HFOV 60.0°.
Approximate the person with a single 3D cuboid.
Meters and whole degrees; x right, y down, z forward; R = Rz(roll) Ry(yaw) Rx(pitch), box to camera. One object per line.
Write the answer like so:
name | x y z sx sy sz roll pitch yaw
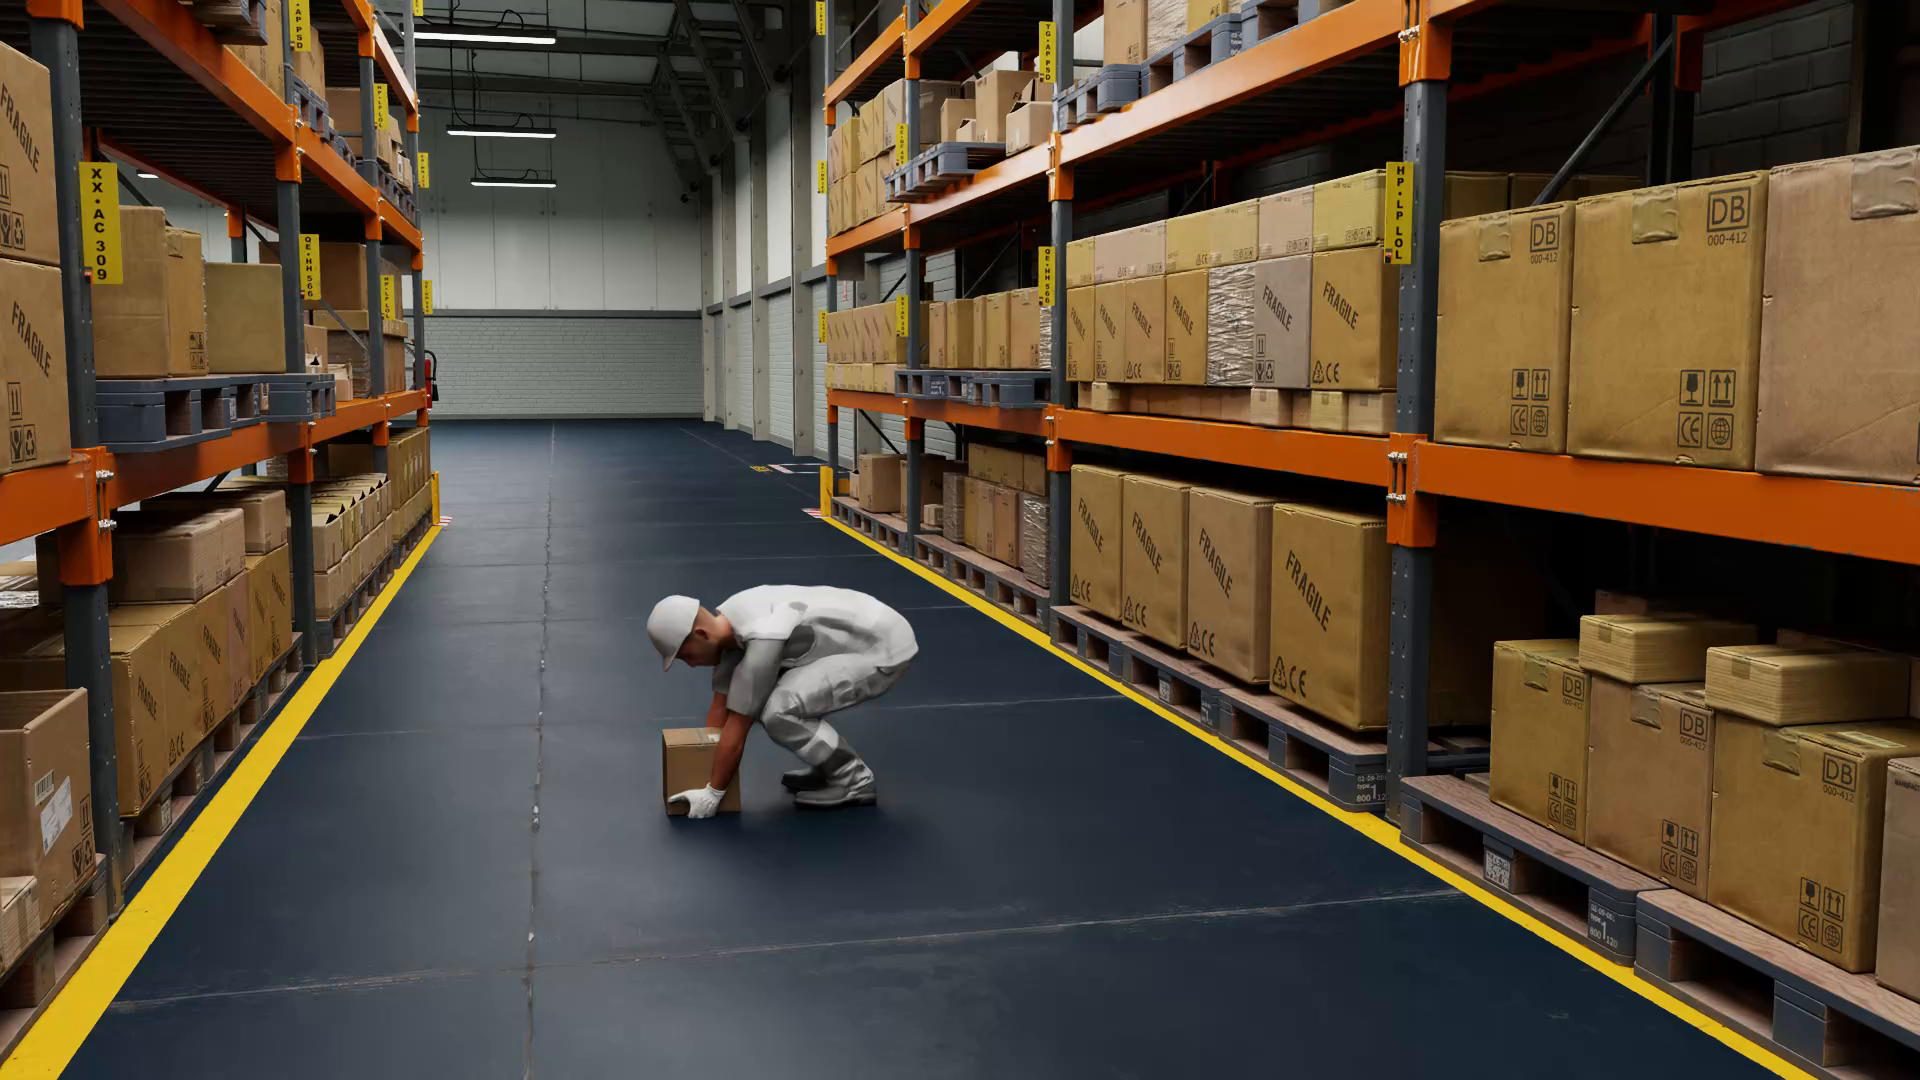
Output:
person | -0.629 0.560 5.931 0.958 0.799 0.524 -2 6 -15
